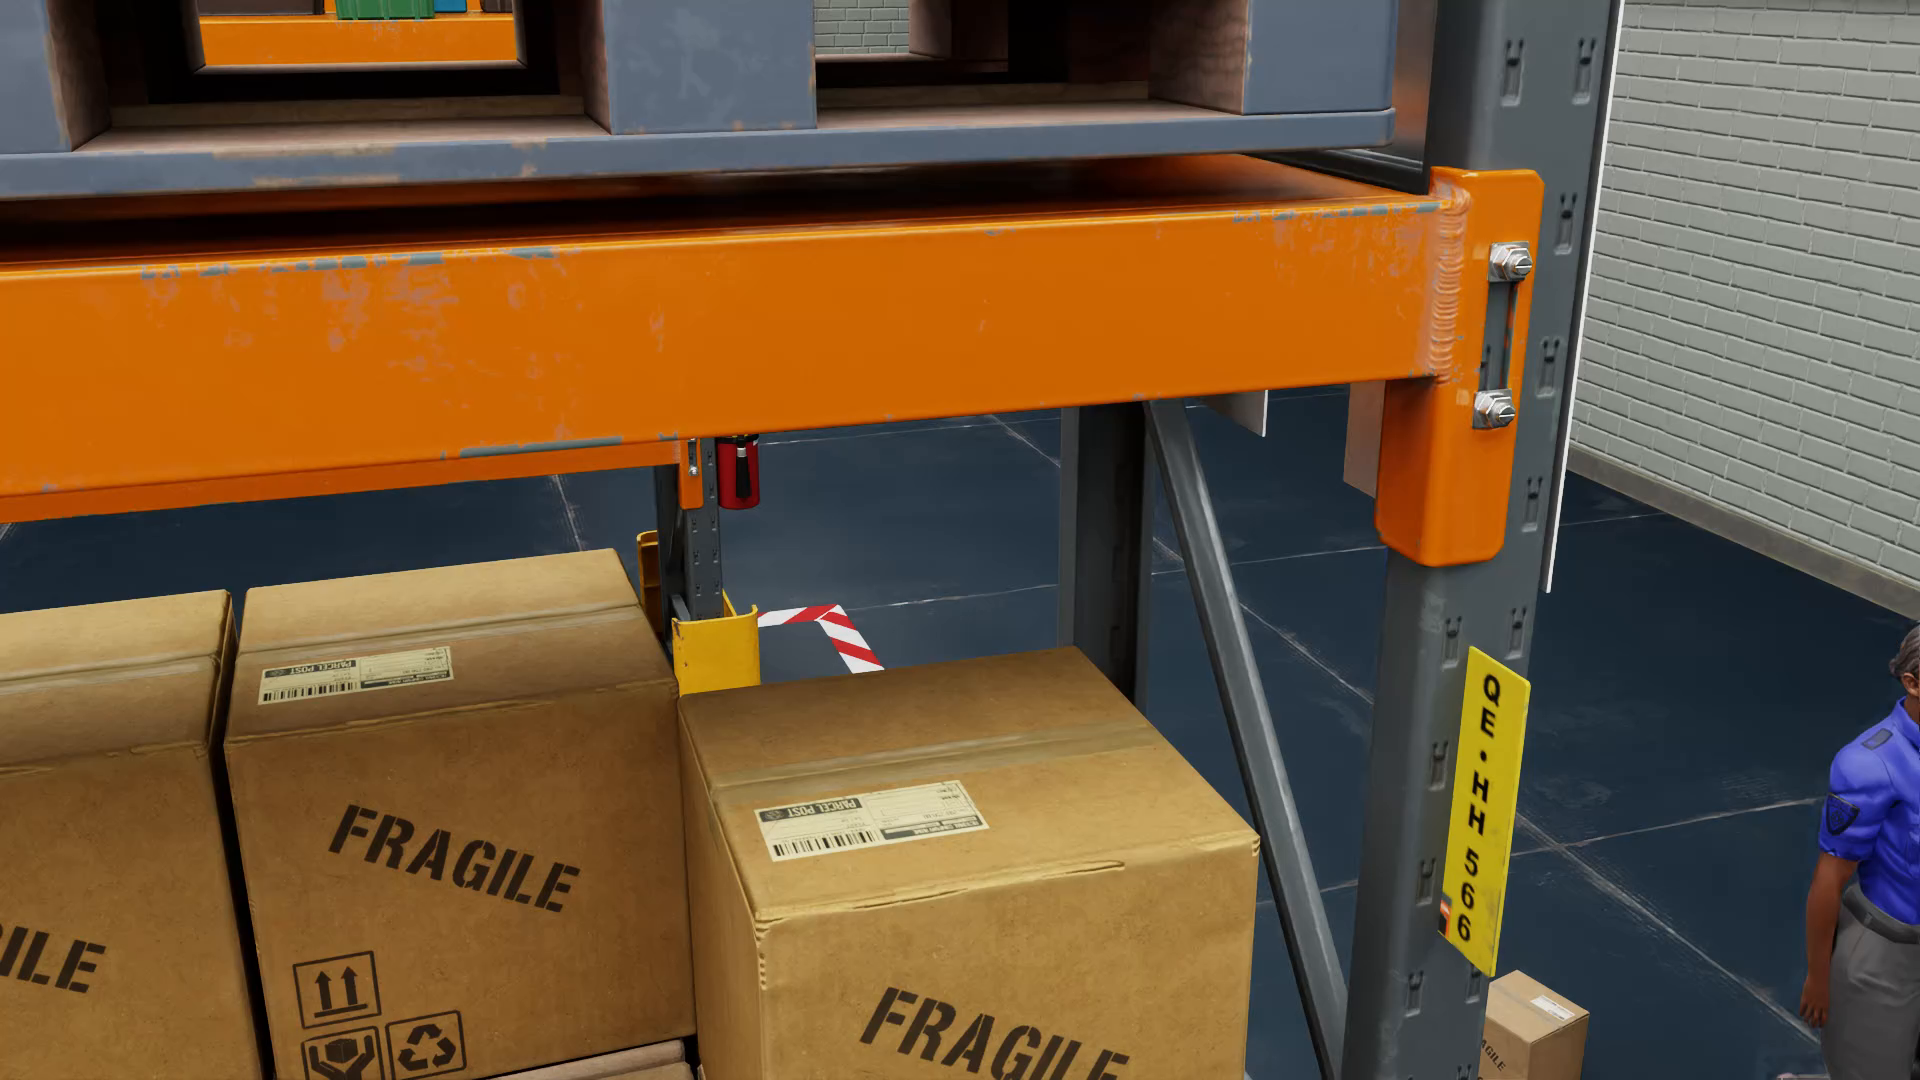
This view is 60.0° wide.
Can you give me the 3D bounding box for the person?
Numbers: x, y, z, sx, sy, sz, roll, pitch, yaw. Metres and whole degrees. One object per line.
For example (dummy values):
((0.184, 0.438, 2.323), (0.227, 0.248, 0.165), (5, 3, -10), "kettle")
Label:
((2.120, 0.959, 3.826), (0.461, 1.606, 0.505), (-8, 21, -21), "person")
